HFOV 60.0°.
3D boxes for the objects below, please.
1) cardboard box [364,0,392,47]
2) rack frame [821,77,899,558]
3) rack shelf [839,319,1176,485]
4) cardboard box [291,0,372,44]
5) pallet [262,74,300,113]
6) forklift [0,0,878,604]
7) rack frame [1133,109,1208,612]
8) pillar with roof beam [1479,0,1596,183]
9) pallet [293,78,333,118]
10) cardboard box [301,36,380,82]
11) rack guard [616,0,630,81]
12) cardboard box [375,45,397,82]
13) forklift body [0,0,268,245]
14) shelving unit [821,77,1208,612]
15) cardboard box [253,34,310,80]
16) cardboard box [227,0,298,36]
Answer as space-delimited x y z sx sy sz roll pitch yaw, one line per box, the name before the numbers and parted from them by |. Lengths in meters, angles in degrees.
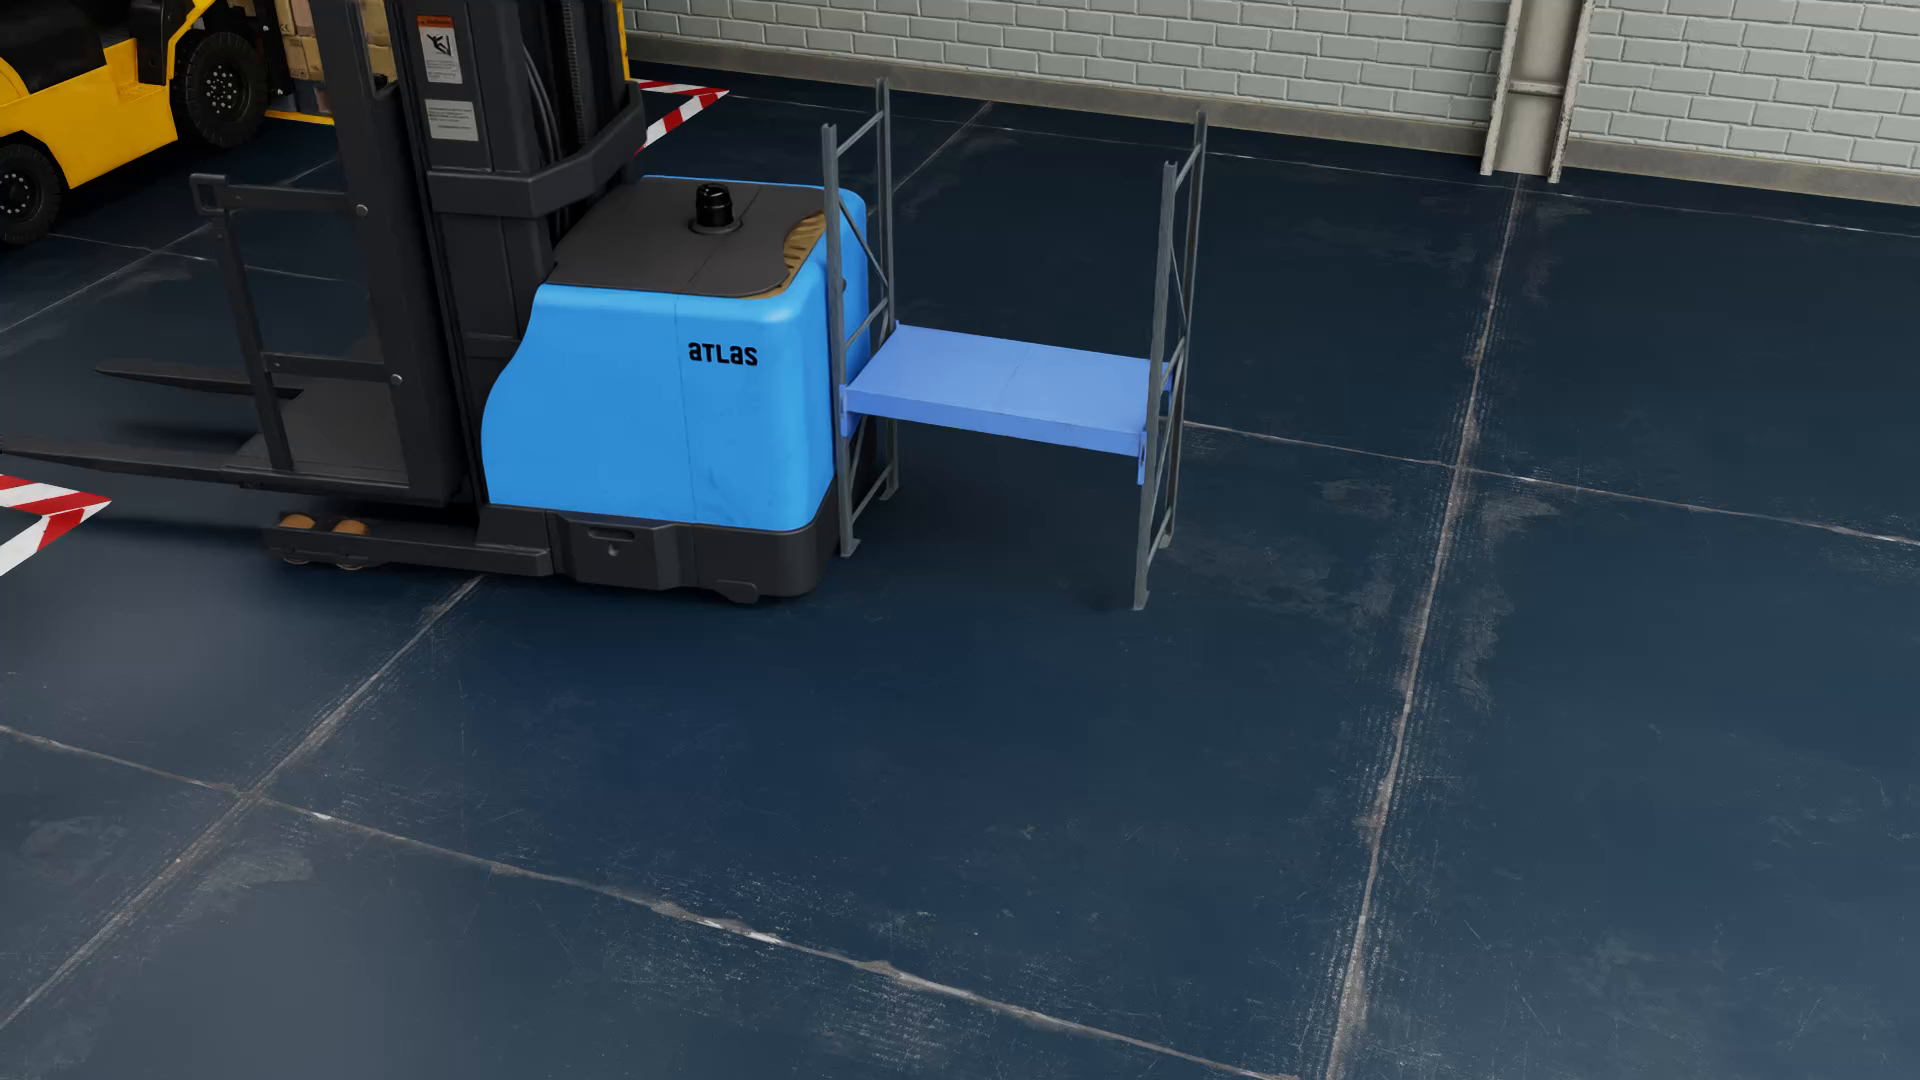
cardboard box | -2.896 -2.893 9.152 0.500 0.250 0.500 11 34 16
rack frame | -0.315 -0.699 5.450 0.032 1.500 0.500 10 34 15
rack shelf | 0.169 -0.463 5.416 1.000 0.185 0.538 10 34 15
cardboard box | -3.365 -2.990 9.302 0.500 0.250 0.500 11 34 16
pallet | -4.211 -2.903 10.052 1.213 0.211 1.003 11 34 16
forklift | -1.870 -1.405 5.223 3.031 2.935 1.130 6 33 9
rack frame | 0.653 -0.529 5.187 0.032 1.500 0.500 10 34 15
pillar with roof beam | 1.512 -3.544 2.942 0.400 9.000 9.100 11 34 16
pallet | -3.067 -2.679 9.705 1.213 0.211 1.003 11 34 16
cardboard box | -3.347 -2.774 9.428 0.500 0.250 0.500 11 34 16
rack guard | -2.310 -2.677 9.436 0.348 0.500 1.175 11 34 16
cardboard box | -2.882 -2.678 9.280 0.500 0.250 0.500 11 35 17
forklift body | -4.733 -2.791 8.089 1.214 2.155 2.313 11 34 16
shelving unit | 0.169 -0.614 5.319 1.048 1.500 0.538 10 34 15
cardboard box | -3.815 -2.870 9.577 0.500 0.250 0.500 11 35 17
cardboard box | -3.858 -3.074 9.432 0.500 0.250 0.500 10 34 15
